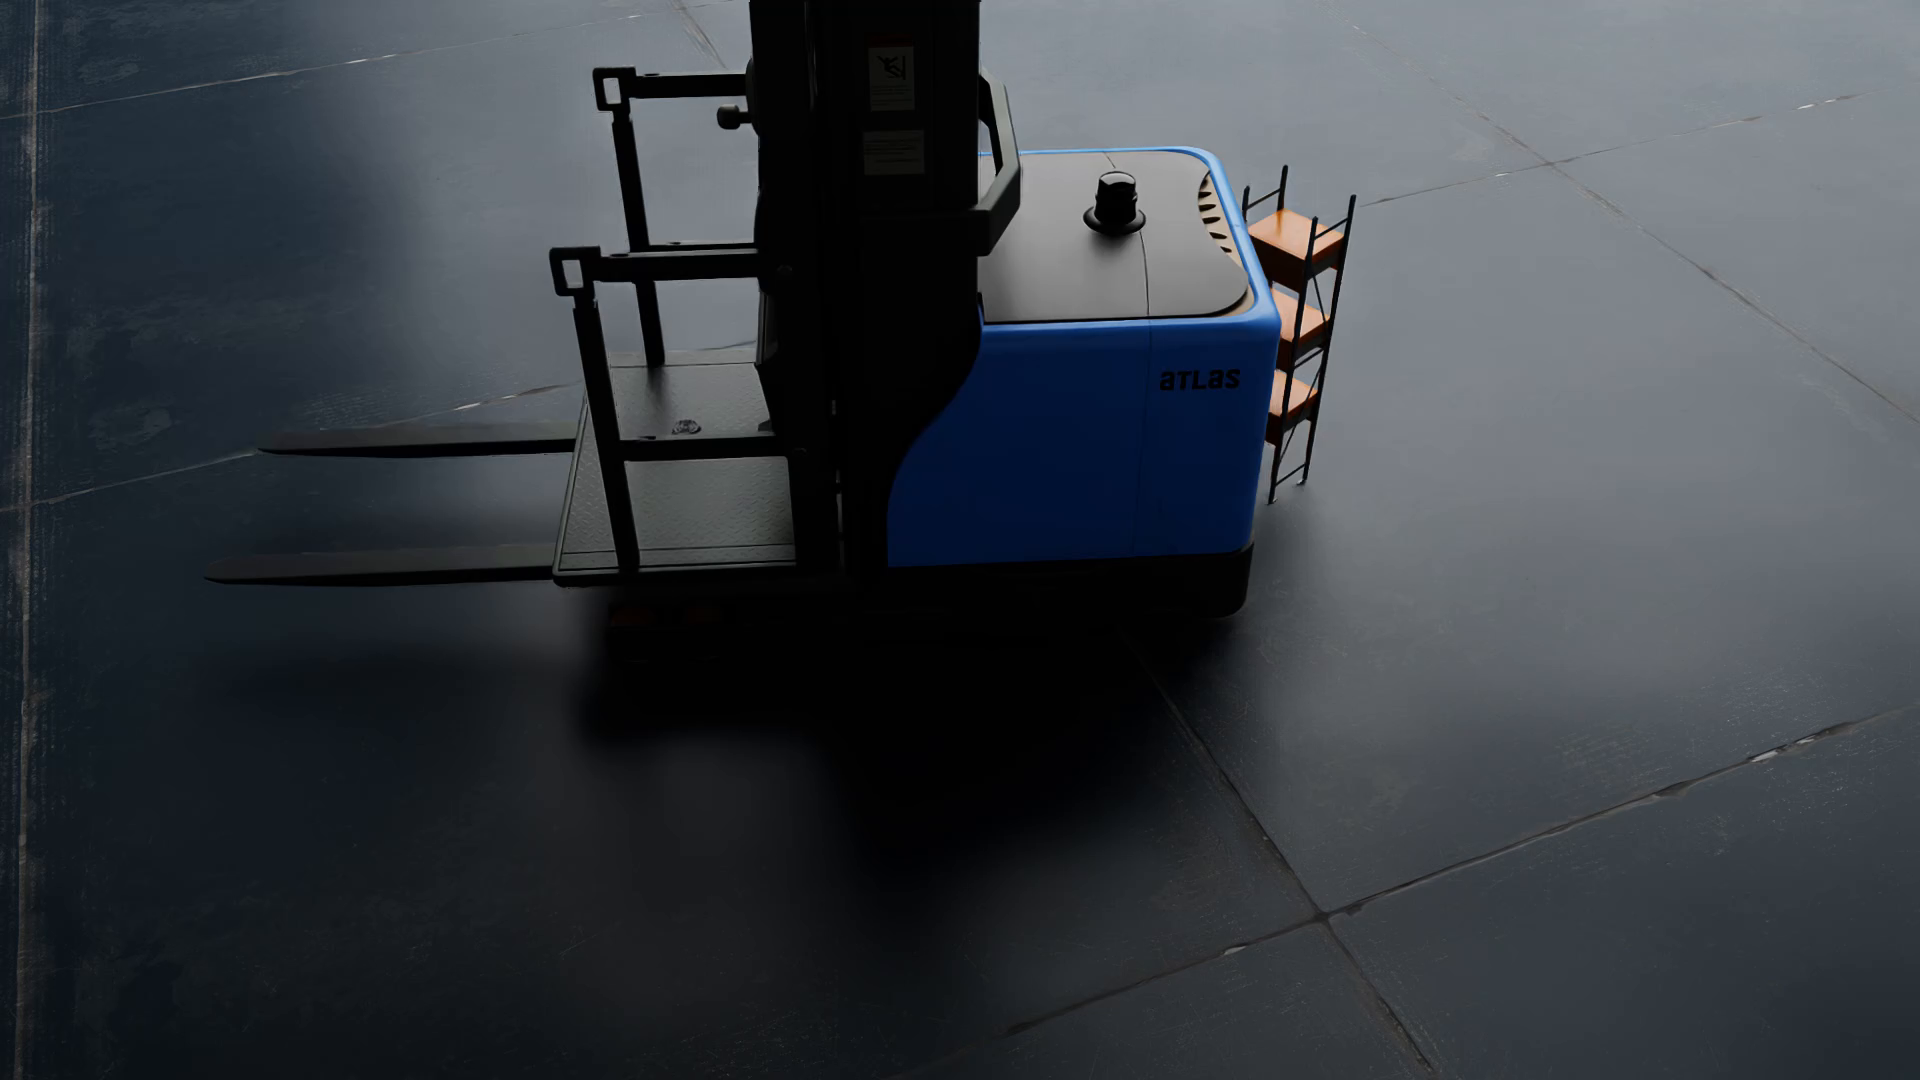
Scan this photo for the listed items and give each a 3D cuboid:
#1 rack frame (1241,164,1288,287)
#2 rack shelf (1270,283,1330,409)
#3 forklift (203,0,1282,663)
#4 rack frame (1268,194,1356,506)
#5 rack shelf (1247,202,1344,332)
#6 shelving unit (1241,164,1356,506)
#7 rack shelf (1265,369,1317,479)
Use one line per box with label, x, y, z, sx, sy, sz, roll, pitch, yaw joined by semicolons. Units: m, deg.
rack frame;0.900;-0.670;5.223;0.200;1.050;0.008;-32;50;-32
rack shelf;0.985;-0.605;5.164;0.215;0.259;0.240;-32;50;-32
forklift;-0.687;-1.112;4.295;3.031;2.935;1.130;-2;41;-3
rack frame;1.070;-0.556;5.091;0.200;1.050;0.008;-32;50;-32
rack shelf;0.985;-0.820;4.979;0.215;0.259;0.240;-32;50;-32
shelving unit;0.985;-0.613;5.157;0.215;1.050;0.252;-32;50;-32
rack shelf;0.985;-0.394;5.345;0.215;0.259;0.240;-32;50;-32
